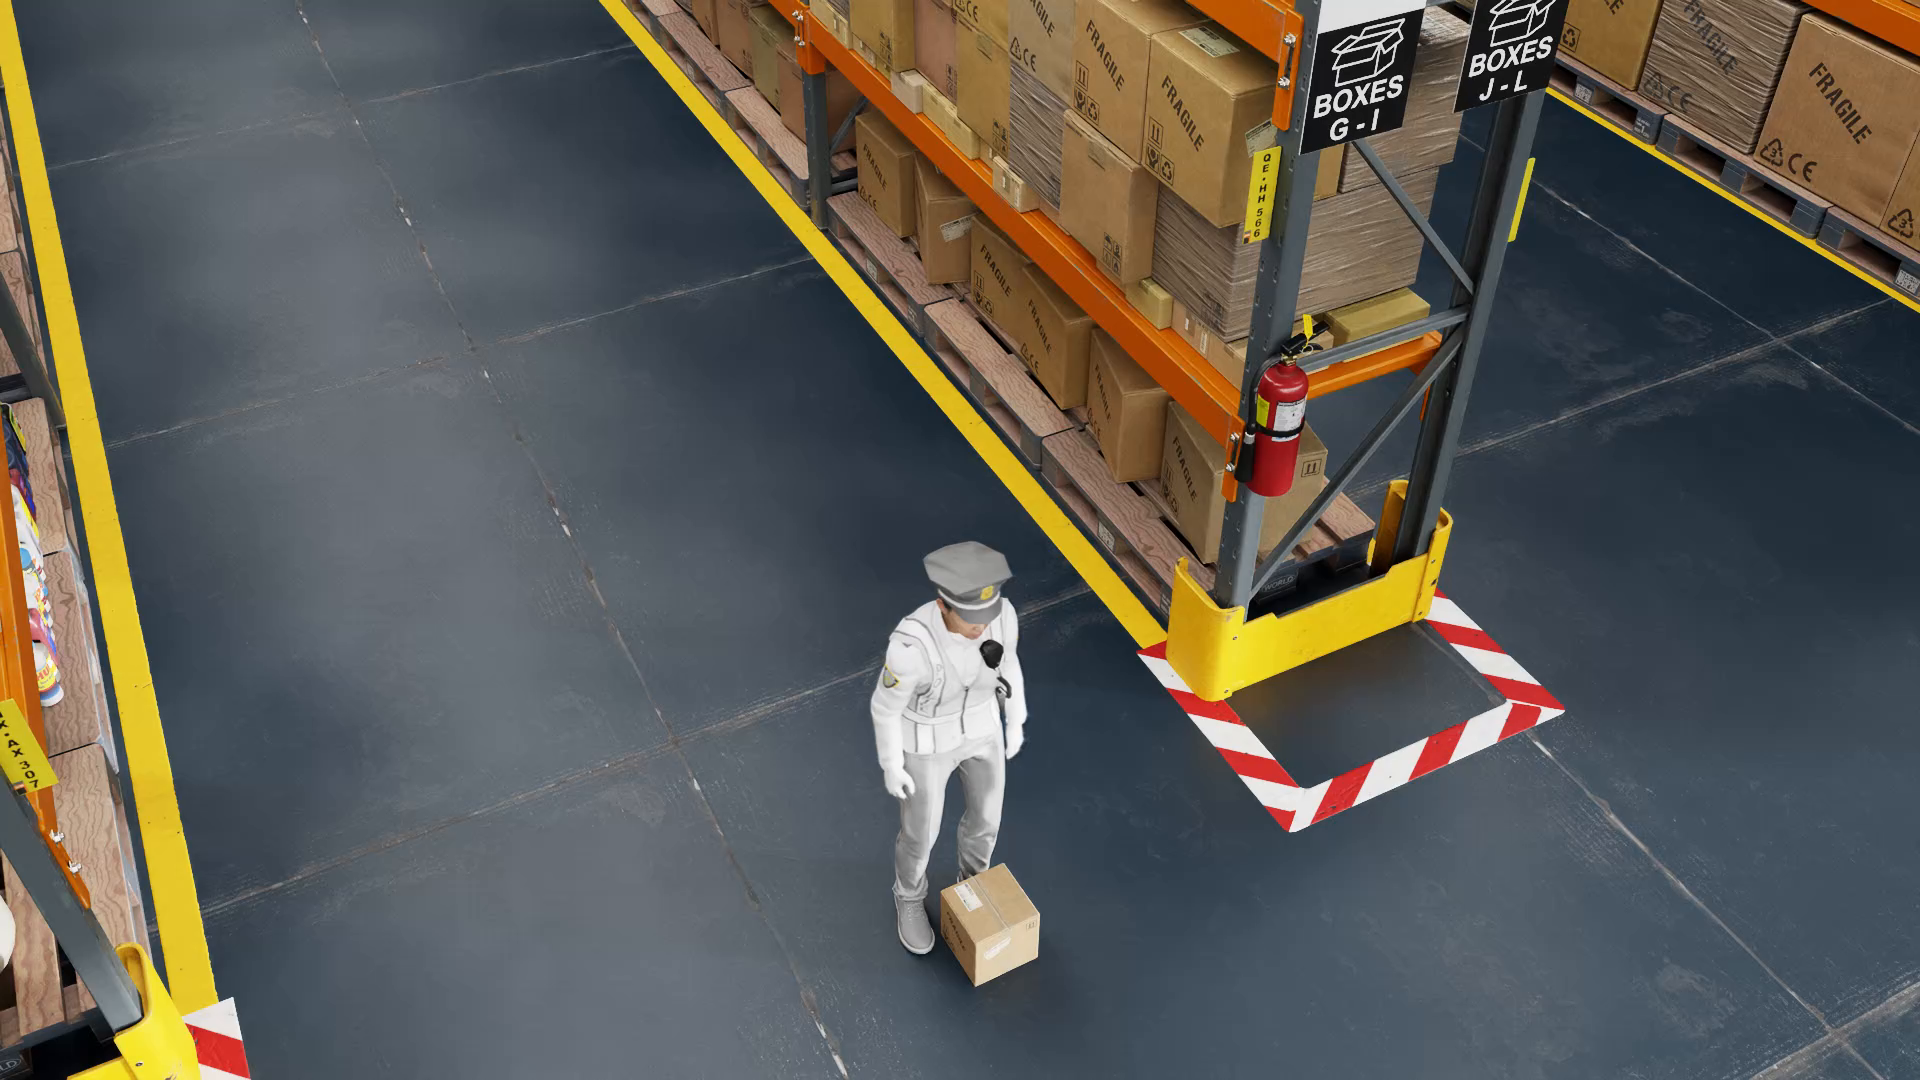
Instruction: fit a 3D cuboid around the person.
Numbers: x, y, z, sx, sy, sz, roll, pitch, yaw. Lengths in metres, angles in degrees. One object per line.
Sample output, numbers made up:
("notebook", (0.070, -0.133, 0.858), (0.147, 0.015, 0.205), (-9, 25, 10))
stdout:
("person", (-0.015, 0.667, 5.403), (0.527, 1.662, 0.409), (-19, 45, -20))
